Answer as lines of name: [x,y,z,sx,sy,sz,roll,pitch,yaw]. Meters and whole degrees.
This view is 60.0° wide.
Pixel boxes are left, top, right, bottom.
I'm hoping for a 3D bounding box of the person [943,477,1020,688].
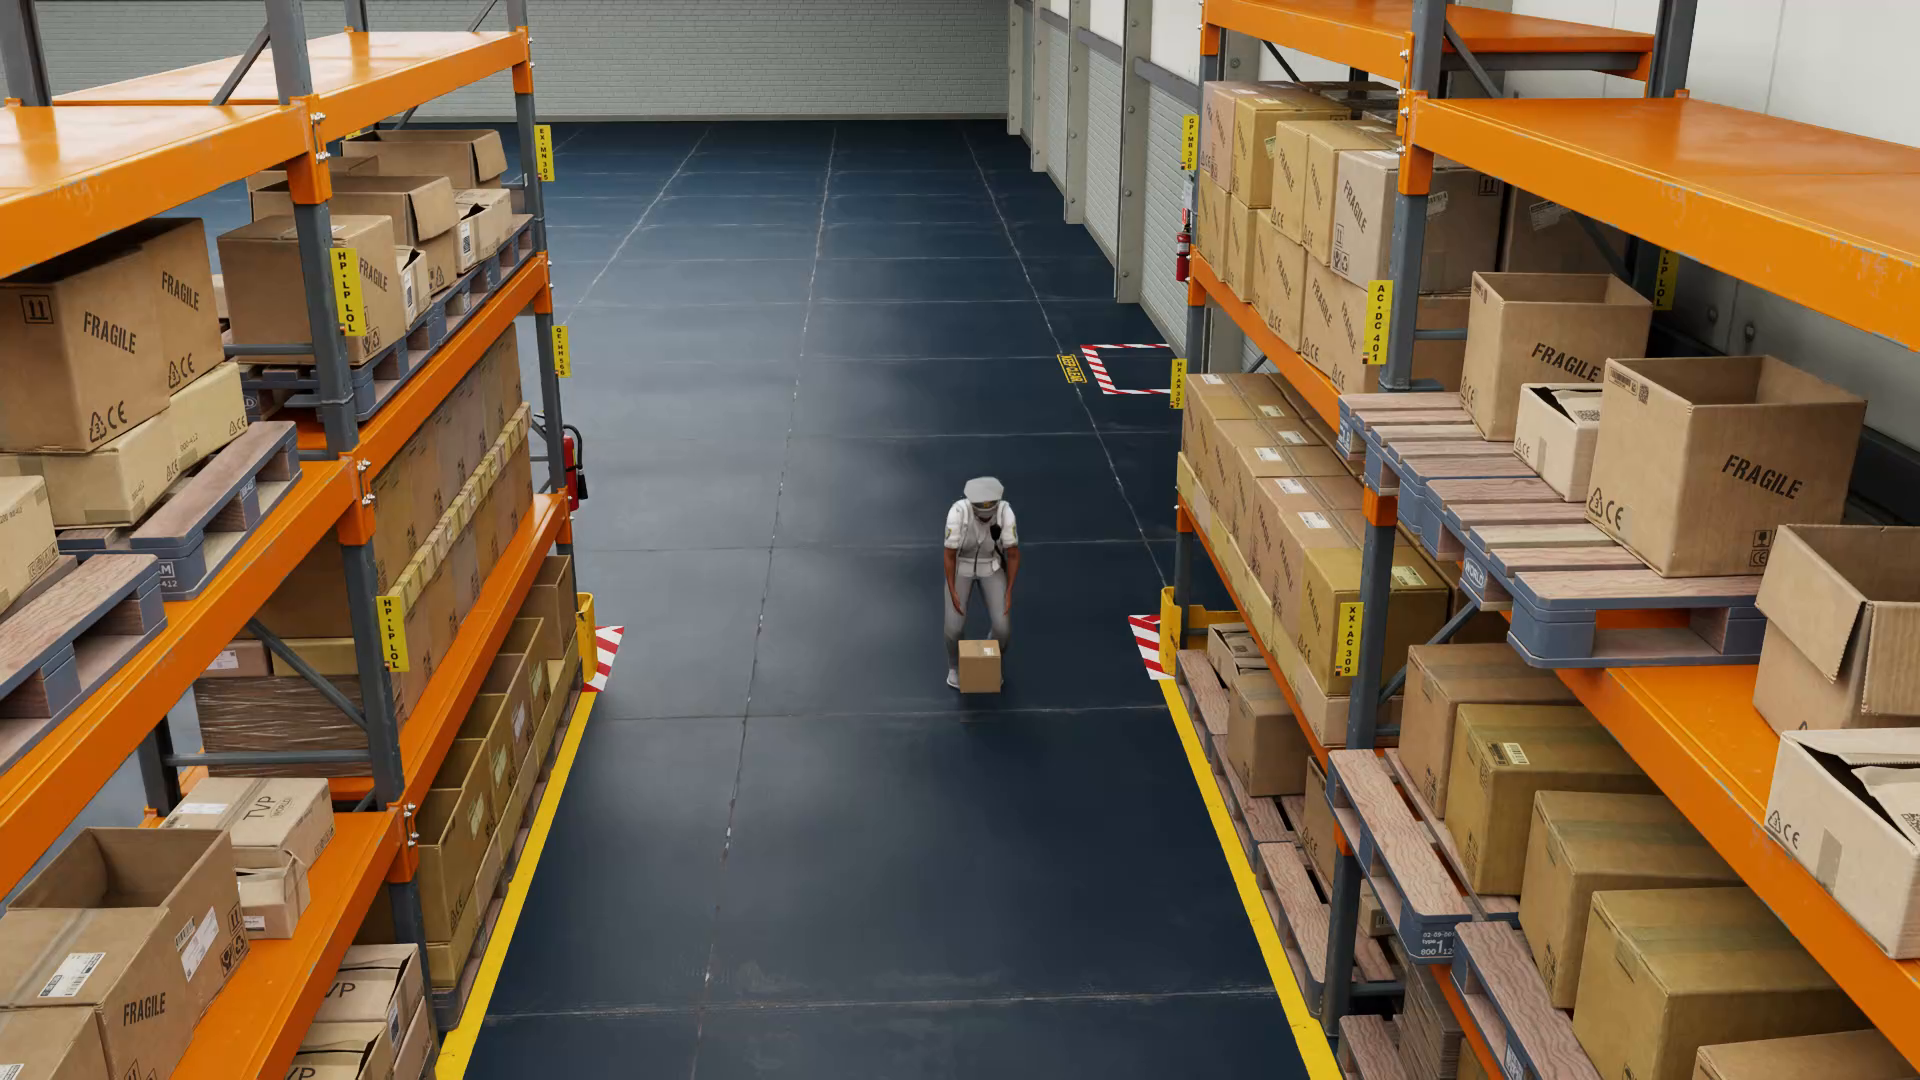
person: [0.137,0.259,10.687,0.492,1.464,0.649,-1,21,-2]
